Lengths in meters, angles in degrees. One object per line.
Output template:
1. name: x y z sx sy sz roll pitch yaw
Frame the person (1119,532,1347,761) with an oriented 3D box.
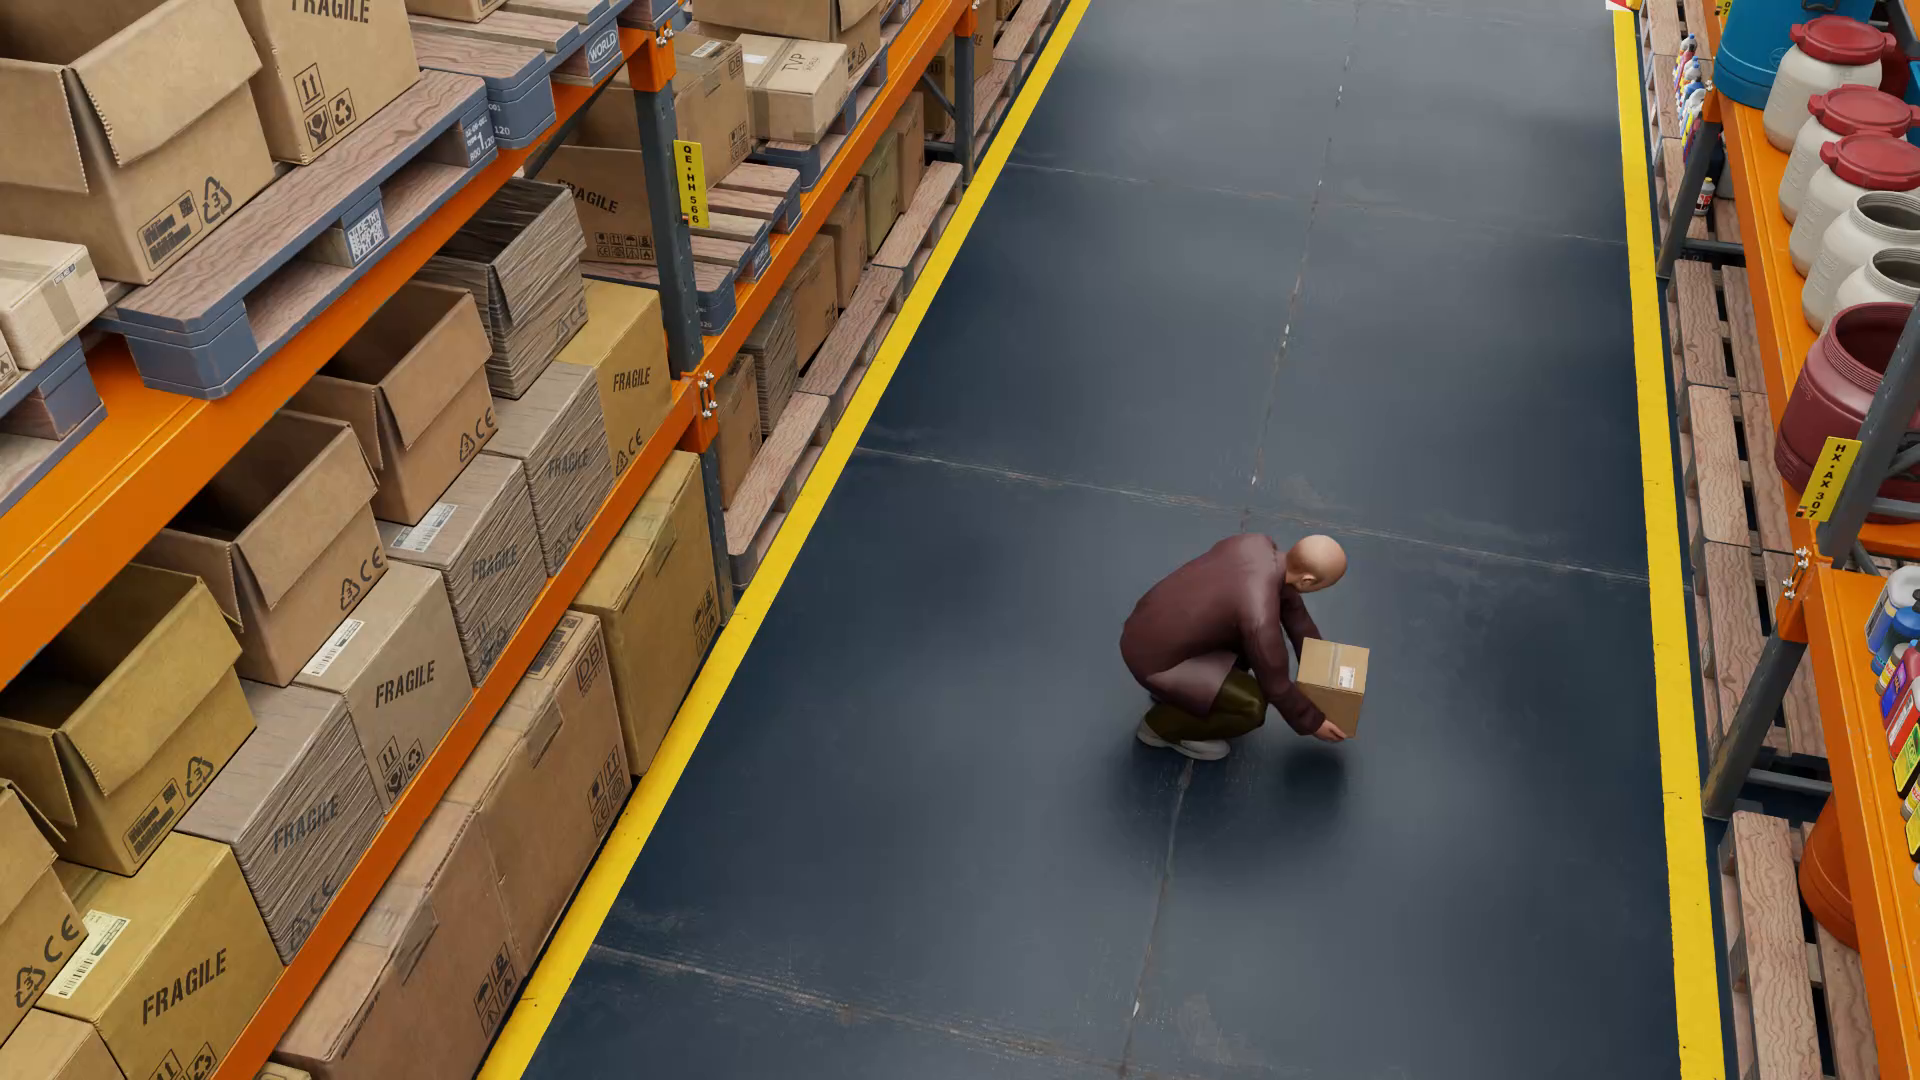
1. person: 1.069 0.378 6.346 0.906 0.978 0.605 10 41 11
